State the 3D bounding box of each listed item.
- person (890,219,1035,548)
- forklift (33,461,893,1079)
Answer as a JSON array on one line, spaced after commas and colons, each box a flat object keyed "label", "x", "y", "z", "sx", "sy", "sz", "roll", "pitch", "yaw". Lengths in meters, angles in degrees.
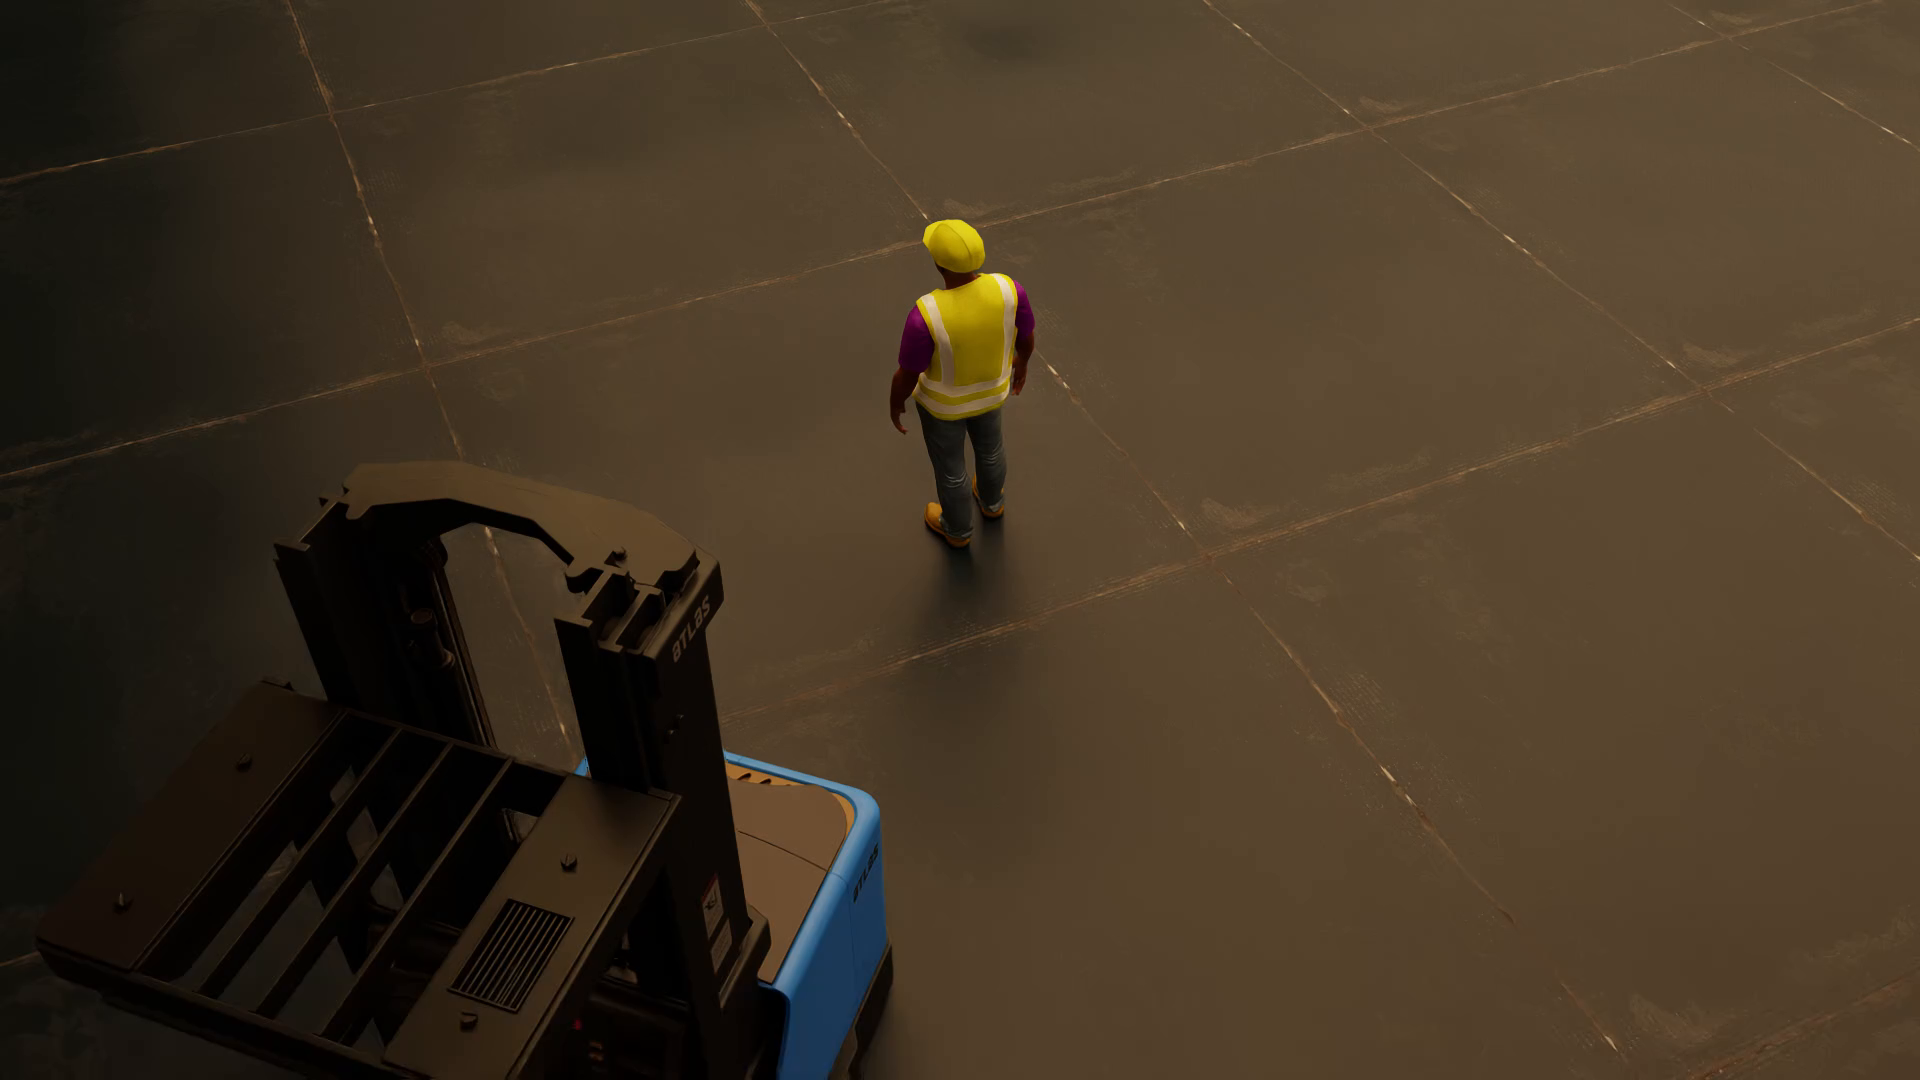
[{"label": "person", "x": -0.024, "y": -0.696, "z": 7.269, "sx": 0.665, "sy": 1.768, "sz": 0.575, "roll": -18, "pitch": 46, "yaw": -18}, {"label": "forklift", "x": -1.211, "y": 1.377, "z": 4.204, "sx": 1.130, "sy": 2.935, "sz": 3.031, "roll": 13, "pitch": 45, "yaw": 14}]
